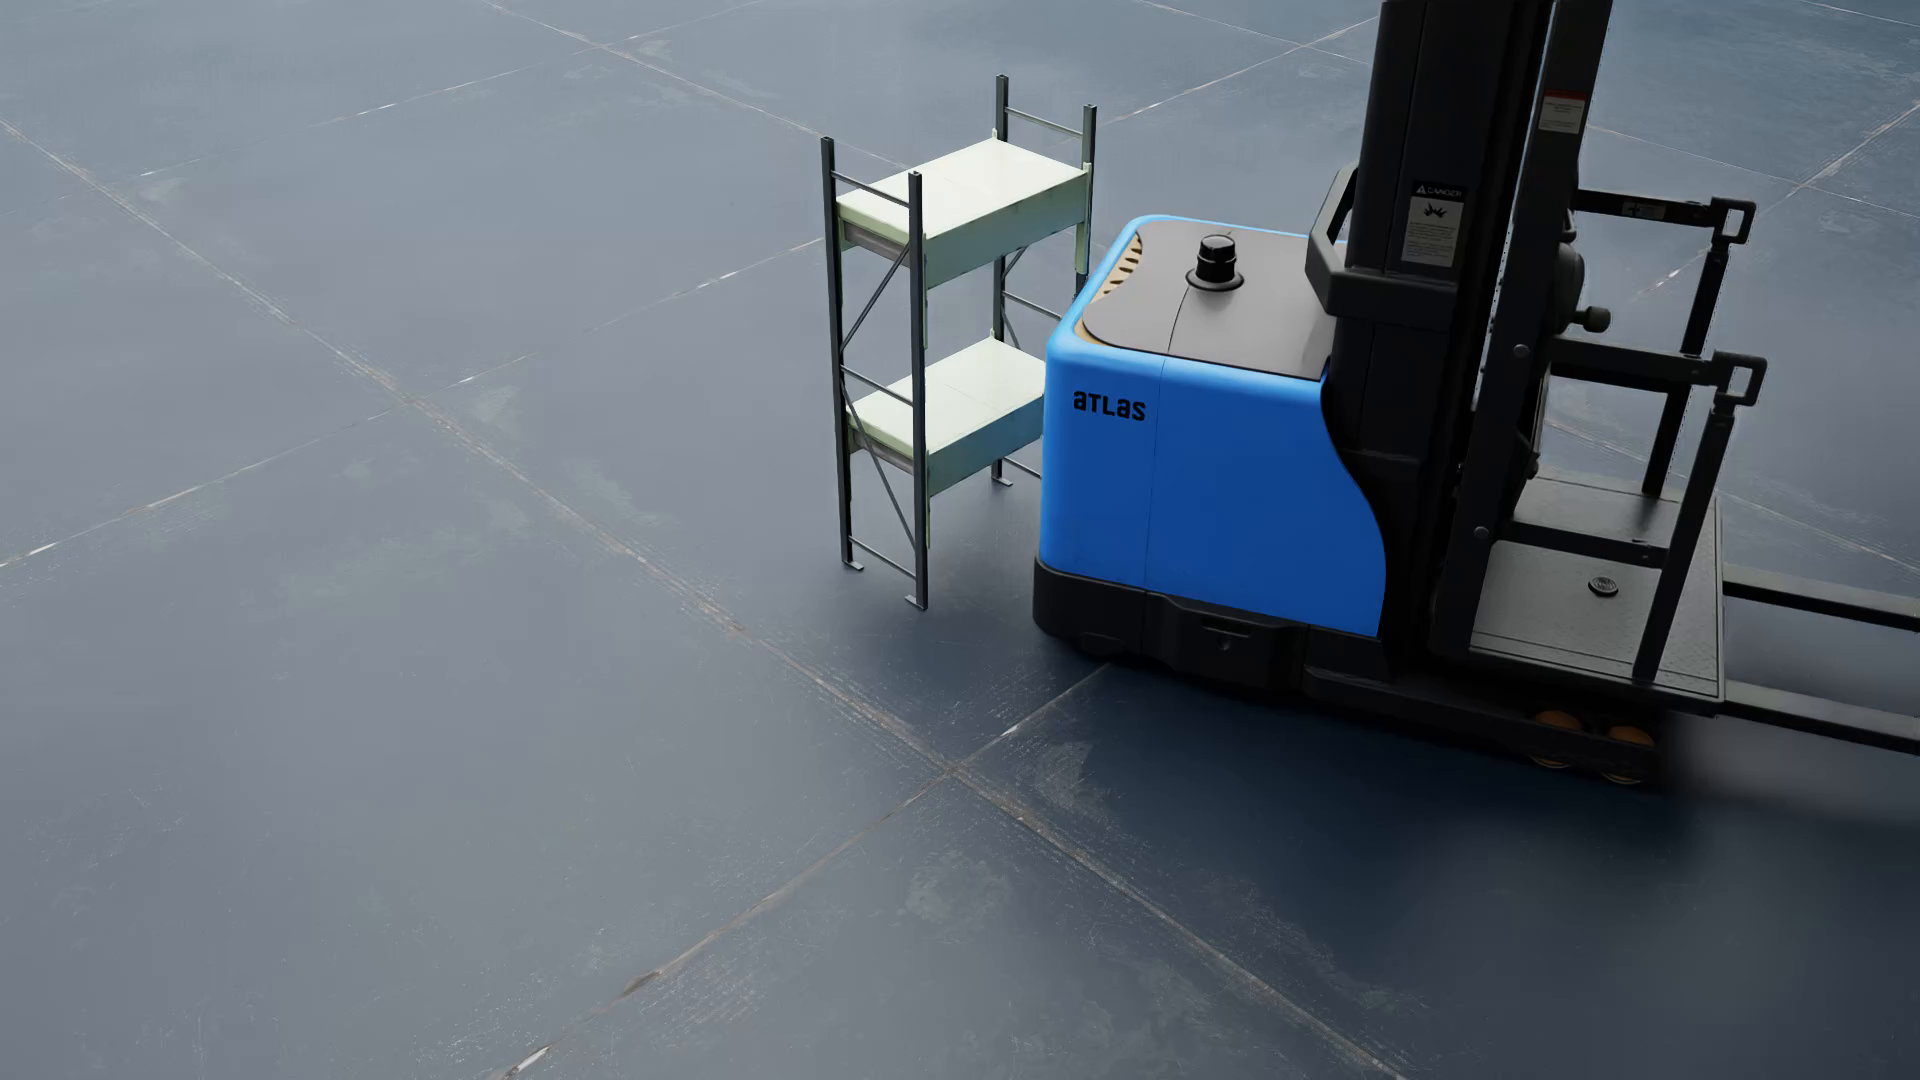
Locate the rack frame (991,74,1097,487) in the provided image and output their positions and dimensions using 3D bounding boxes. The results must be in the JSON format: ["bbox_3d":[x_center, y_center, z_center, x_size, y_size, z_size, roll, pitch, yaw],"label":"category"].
[{"bbox_3d":[0.263,-0.766,5.538,0.400,1.500,0.023,30,45,35],"label":"rack frame"}]

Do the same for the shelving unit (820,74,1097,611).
[{"bbox_3d":[0.005,-0.618,5.325,0.431,1.500,0.755,30,45,35],"label":"shelving unit"}]

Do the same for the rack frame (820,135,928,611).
[{"bbox_3d":[-0.253,-0.469,5.112,0.400,1.500,0.023,30,45,35],"label":"rack frame"}]

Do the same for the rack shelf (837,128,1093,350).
[{"bbox_3d":[0.005,-0.938,5.102,0.431,0.370,0.720,30,45,35],"label":"rack shelf"}]

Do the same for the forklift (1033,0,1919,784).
[{"bbox_3d":[1.803,-0.850,4.406,3.031,2.935,1.130,12,37,16],"label":"forklift"}]

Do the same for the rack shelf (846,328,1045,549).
[{"bbox_3d":[0.005,-0.350,5.511,0.431,0.370,0.720,30,45,35],"label":"rack shelf"}]
